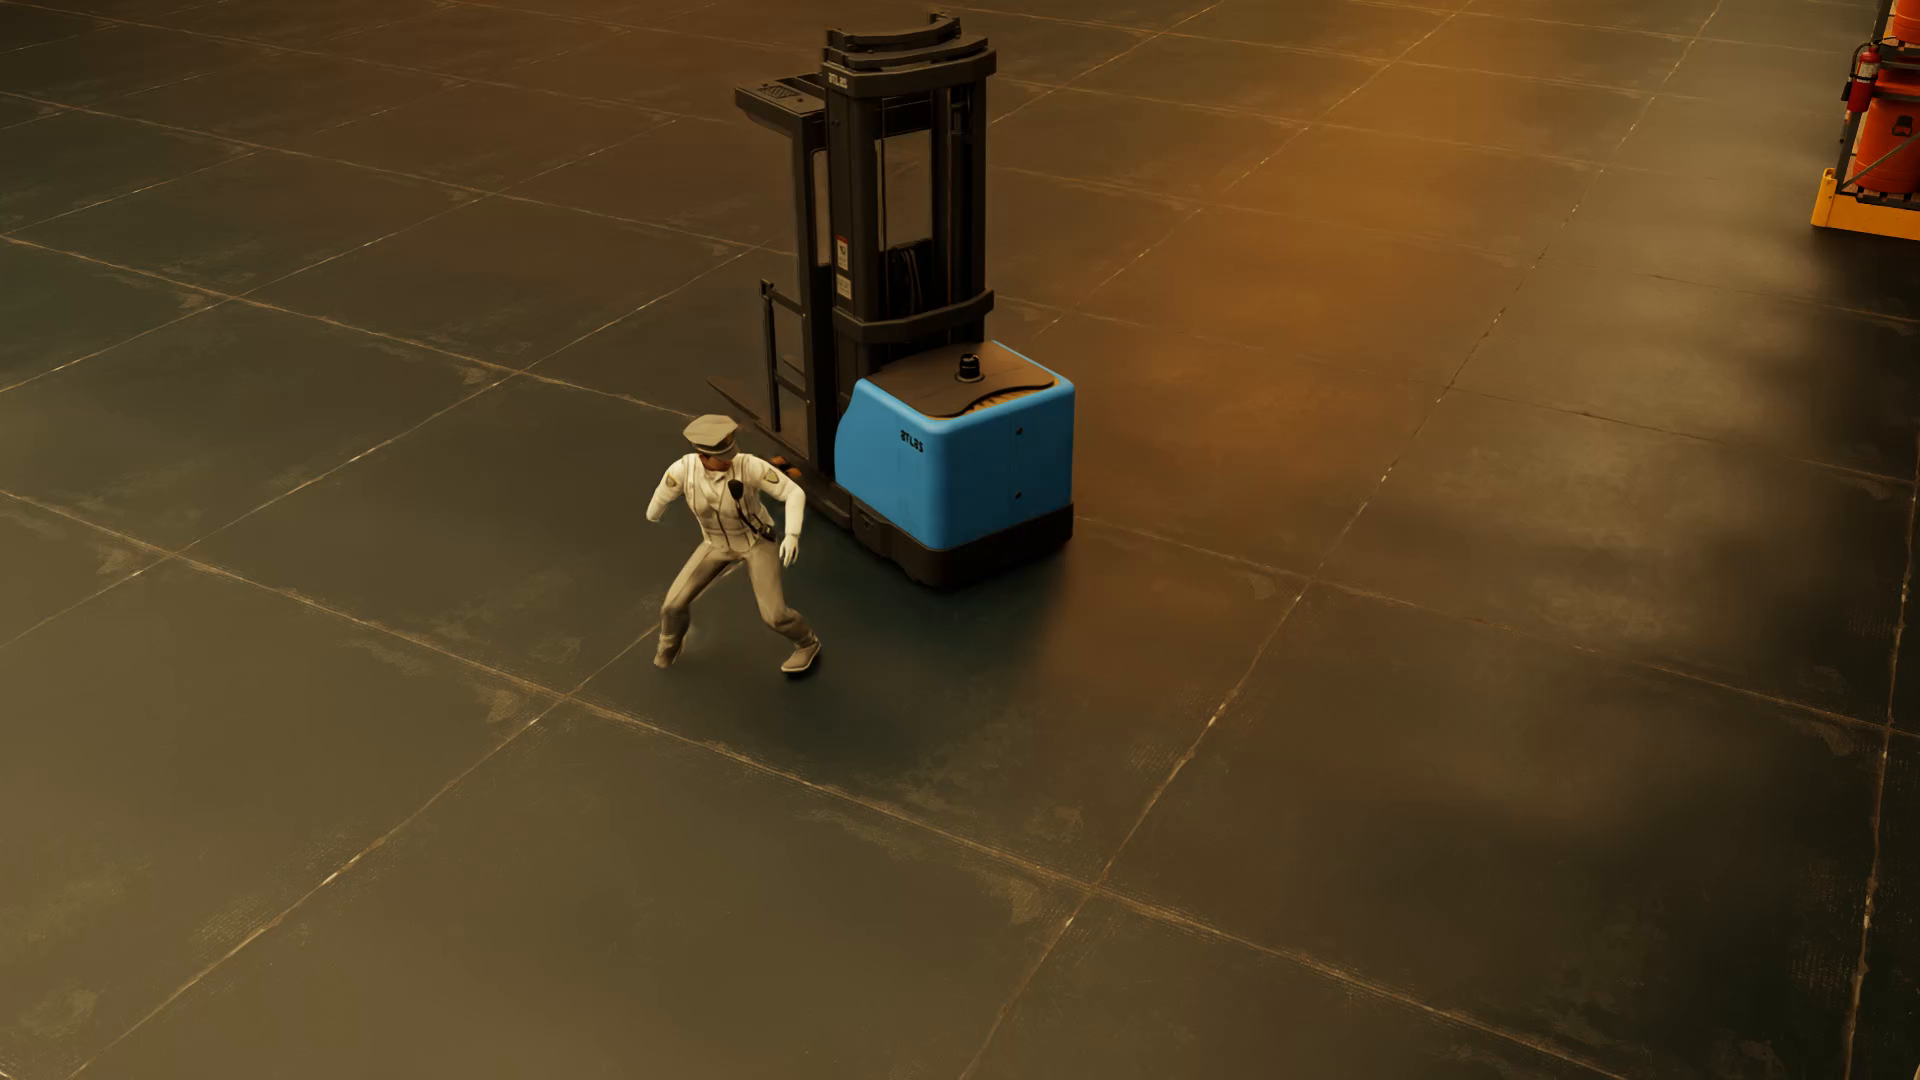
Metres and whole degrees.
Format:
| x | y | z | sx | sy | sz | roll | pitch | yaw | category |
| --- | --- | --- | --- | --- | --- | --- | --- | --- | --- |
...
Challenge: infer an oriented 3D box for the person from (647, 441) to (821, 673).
| x | y | z | sx | sy | sz | roll | pitch | yaw | category |
| --- | --- | --- | --- | --- | --- | --- | --- | --- | --- |
| -1.214 | 0.076 | 8.484 | 0.973 | 1.596 | 0.534 | 7 | 31 | 12 | person |

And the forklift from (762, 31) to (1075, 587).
| x | y | z | sx | sy | sz | roll | pitch | yaw | category |
| --- | --- | --- | --- | --- | --- | --- | --- | --- | --- |
| -0.281 | -1.436 | 9.622 | 1.129 | 2.867 | 1.939 | -20 | 35 | -31 | forklift |
